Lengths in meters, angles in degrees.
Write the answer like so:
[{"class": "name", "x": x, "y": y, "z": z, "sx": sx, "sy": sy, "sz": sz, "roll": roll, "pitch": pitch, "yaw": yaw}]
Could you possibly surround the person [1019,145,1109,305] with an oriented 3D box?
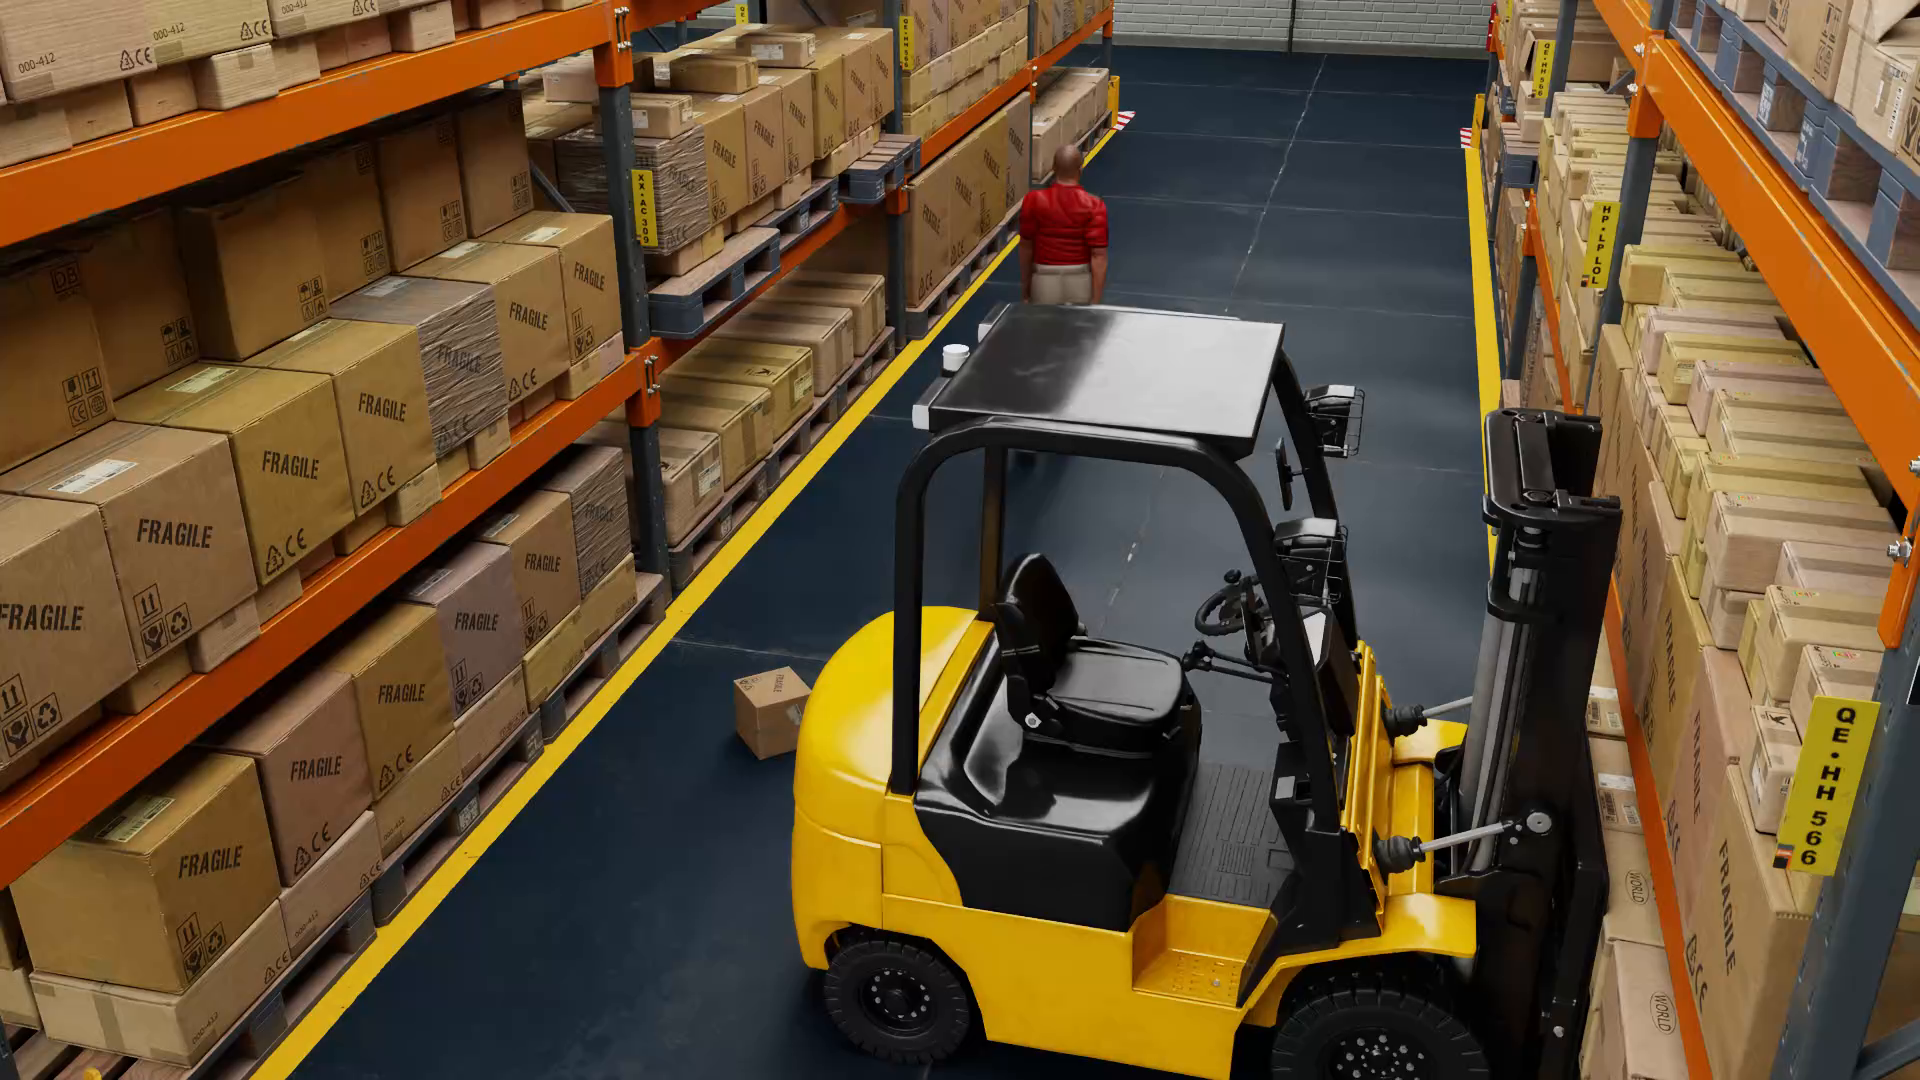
[{"class": "person", "x": 0.595, "y": -1.421, "z": 9.720, "sx": 0.524, "sy": 1.612, "sz": 0.866, "roll": 4, "pitch": 25, "yaw": 7}]
